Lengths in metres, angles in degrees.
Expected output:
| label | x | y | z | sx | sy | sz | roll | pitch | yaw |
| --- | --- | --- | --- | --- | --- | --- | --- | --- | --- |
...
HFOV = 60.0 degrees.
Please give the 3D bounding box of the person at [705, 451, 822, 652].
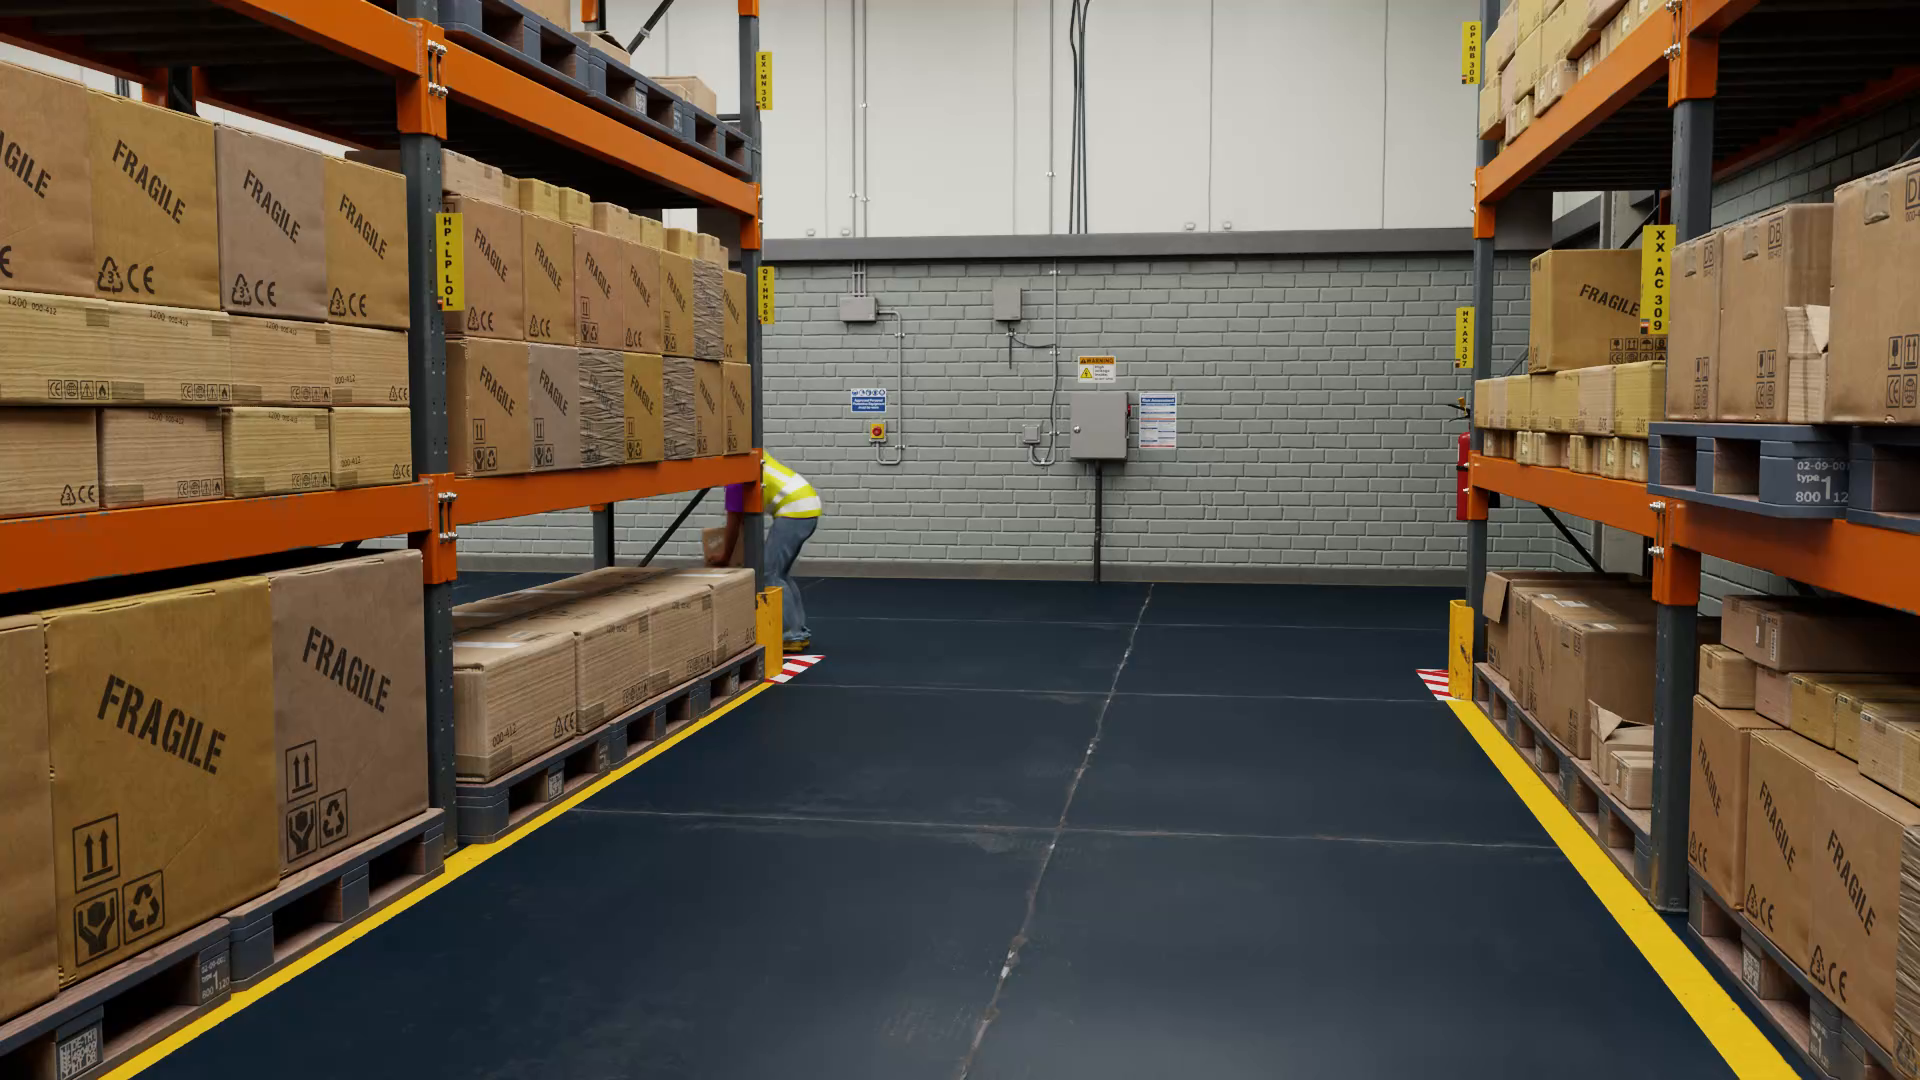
| label | x | y | z | sx | sy | sz | roll | pitch | yaw |
| --- | --- | --- | --- | --- | --- | --- | --- | --- | --- |
| person | -1.321 | -0.018 | 10.724 | 0.857 | 1.454 | 0.477 | 0 | 4 | 2 |
